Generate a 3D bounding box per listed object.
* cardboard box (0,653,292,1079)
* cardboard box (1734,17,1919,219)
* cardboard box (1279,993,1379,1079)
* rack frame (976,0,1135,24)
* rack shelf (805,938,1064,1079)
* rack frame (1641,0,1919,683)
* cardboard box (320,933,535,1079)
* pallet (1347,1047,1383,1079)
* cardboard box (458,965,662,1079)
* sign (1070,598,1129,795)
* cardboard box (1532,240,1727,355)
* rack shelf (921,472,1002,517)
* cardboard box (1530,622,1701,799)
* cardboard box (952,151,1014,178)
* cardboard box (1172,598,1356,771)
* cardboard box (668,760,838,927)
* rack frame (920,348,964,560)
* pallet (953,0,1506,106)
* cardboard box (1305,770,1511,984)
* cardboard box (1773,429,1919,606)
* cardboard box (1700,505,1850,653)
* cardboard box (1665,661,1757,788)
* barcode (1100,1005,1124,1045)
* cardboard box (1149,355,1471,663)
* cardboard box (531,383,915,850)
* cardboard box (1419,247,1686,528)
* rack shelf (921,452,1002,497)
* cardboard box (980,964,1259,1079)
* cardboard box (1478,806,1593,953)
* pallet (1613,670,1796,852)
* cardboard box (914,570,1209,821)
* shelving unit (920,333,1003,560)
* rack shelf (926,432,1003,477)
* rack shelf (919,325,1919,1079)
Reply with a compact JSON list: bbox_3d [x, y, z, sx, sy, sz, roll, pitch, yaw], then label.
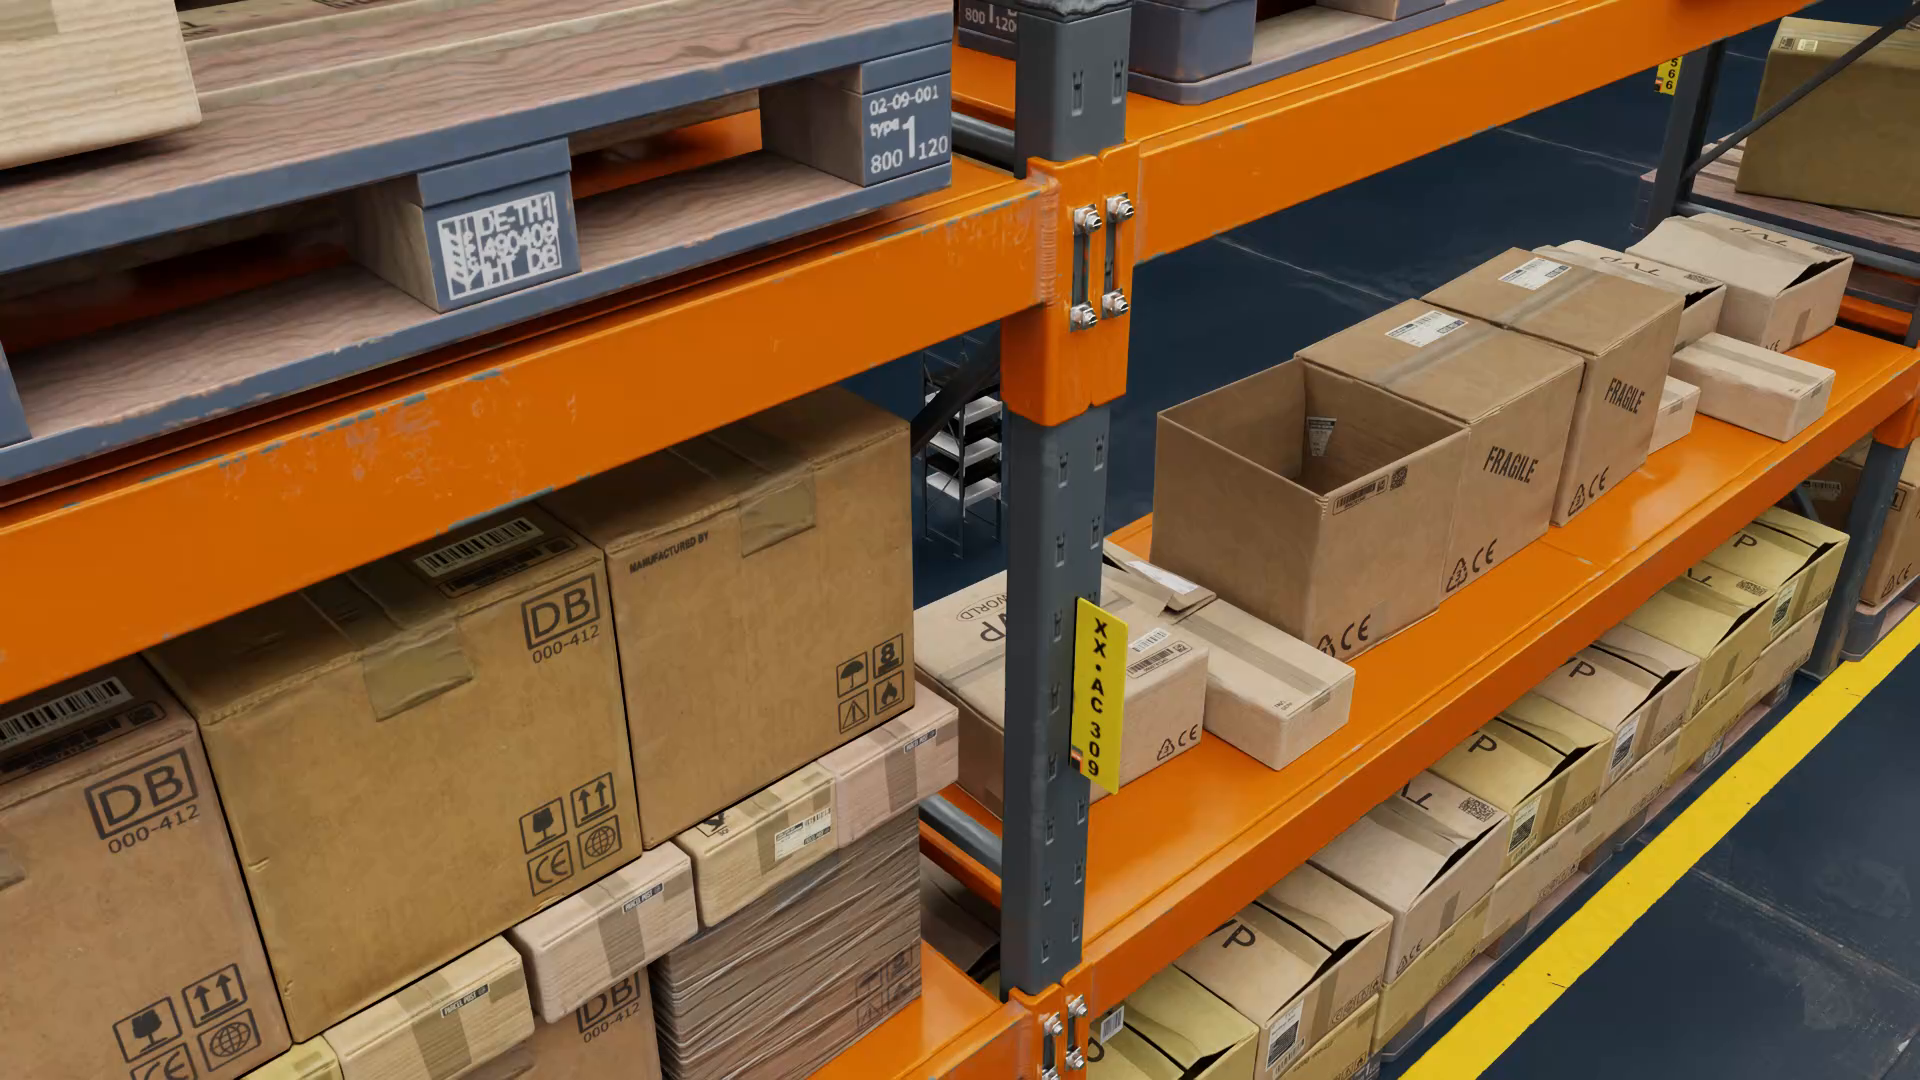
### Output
[{"bbox_3d":[-1.223,0.357,1.952,0.500,0.500,0.700,-26,40,-35],"label":"cardboard box"},{"bbox_3d":[3.153,-1.471,5.782,0.700,0.500,0.500,15,35,23],"label":"cardboard box"},{"bbox_3d":[0.675,1.201,4.144,0.500,0.250,0.500,-25,39,-34],"label":"cardboard box"},{"bbox_3d":[-0.165,-2.124,1.597,0.127,3.000,1.000,-26,40,-35],"label":"rack frame"},{"bbox_3d":[-1.632,1.452,2.189,4.000,0.370,1.077,-26,40,-35],"label":"rack shelf"},{"bbox_3d":[2.768,-0.983,5.482,0.127,3.000,1.000,-26,40,-35],"label":"rack frame"},{"bbox_3d":[-0.784,0.569,2.226,0.250,0.149,0.380,-26,40,-36],"label":"cardboard box"},{"bbox_3d":[0.349,1.349,4.341,1.213,0.211,1.003,-26,40,-35],"label":"pallet"},{"bbox_3d":[-0.868,0.743,2.564,0.500,0.500,0.700,-26,40,-36],"label":"cardboard box"},{"bbox_3d":[0.214,0.245,2.569,0.005,0.325,0.100,-26,40,-35],"label":"sign"},{"bbox_3d":[1.981,-0.702,5.108,0.500,0.311,0.500,-26,40,-36],"label":"cardboard box"},{"bbox_3d":[0.006,-0.205,6.631,0.200,0.077,0.258,-26,40,-35],"label":"rack shelf"},{"bbox_3d":[1.803,0.417,4.889,0.500,0.311,0.500,-26,40,-36],"label":"cardboard box"},{"bbox_3d":[0.026,-2.349,9.375,0.750,0.750,0.750,-26,40,-36],"label":"cardboard box"},{"bbox_3d":[0.624,0.307,3.613,0.250,0.149,0.380,-26,40,-35],"label":"cardboard box"},{"bbox_3d":[-0.401,0.382,2.533,0.250,0.149,0.380,-27,40,-36],"label":"cardboard box"},{"bbox_3d":[-0.069,-0.351,6.461,0.006,0.900,0.240,-26,40,-35],"label":"rack frame"},{"bbox_3d":[0.473,-1.080,2.949,0.805,0.209,1.217,27,41,37],"label":"pallet"},{"bbox_3d":[1.057,0.780,4.295,0.500,0.311,0.500,-27,41,-37],"label":"cardboard box"},{"bbox_3d":[3.296,-0.156,6.105,0.500,0.500,0.500,-24,39,-34],"label":"cardboard box"},{"bbox_3d":[2.551,0.052,5.486,0.500,0.311,0.500,-25,39,-34],"label":"cardboard box"},{"bbox_3d":[2.173,0.475,5.331,0.500,0.250,0.500,-26,40,-36],"label":"cardboard box"},{"bbox_3d":[0.305,0.974,3.336,0.075,0.075,0.001,-26,40,-35],"label":"barcode"},{"bbox_3d":[0.796,-0.060,3.877,0.500,0.500,0.500,-23,38,-32],"label":"cardboard box"},{"bbox_3d":[-0.486,0.000,2.536,0.500,0.500,0.700,-26,40,-35],"label":"cardboard box"},{"bbox_3d":[1.549,-0.424,4.473,0.500,0.500,0.500,27,40,36],"label":"cardboard box"},{"bbox_3d":[0.006,-0.282,6.584,0.200,0.077,0.258,-26,40,-35],"label":"rack shelf"},{"bbox_3d":[0.307,1.139,3.707,0.500,0.311,0.500,-26,40,-35],"label":"cardboard box"},{"bbox_3d":[1.427,0.836,4.741,0.500,0.250,0.500,-25,39,-35],"label":"cardboard box"},{"bbox_3d":[2.138,0.484,5.756,1.213,0.211,1.003,-26,40,-35],"label":"pallet"},{"bbox_3d":[0.166,0.309,3.514,0.500,0.250,0.500,-23,38,-33],"label":"cardboard box"},{"bbox_3d":[0.006,-0.387,6.520,0.210,0.900,0.258,-26,40,-35],"label":"shelving unit"},{"bbox_3d":[0.006,-0.358,6.537,0.200,0.077,0.258,-26,40,-35],"label":"rack shelf"},{"bbox_3d":[1.302,0.033,4.510,4.000,0.370,1.077,-26,40,-35],"label":"rack shelf"}]
